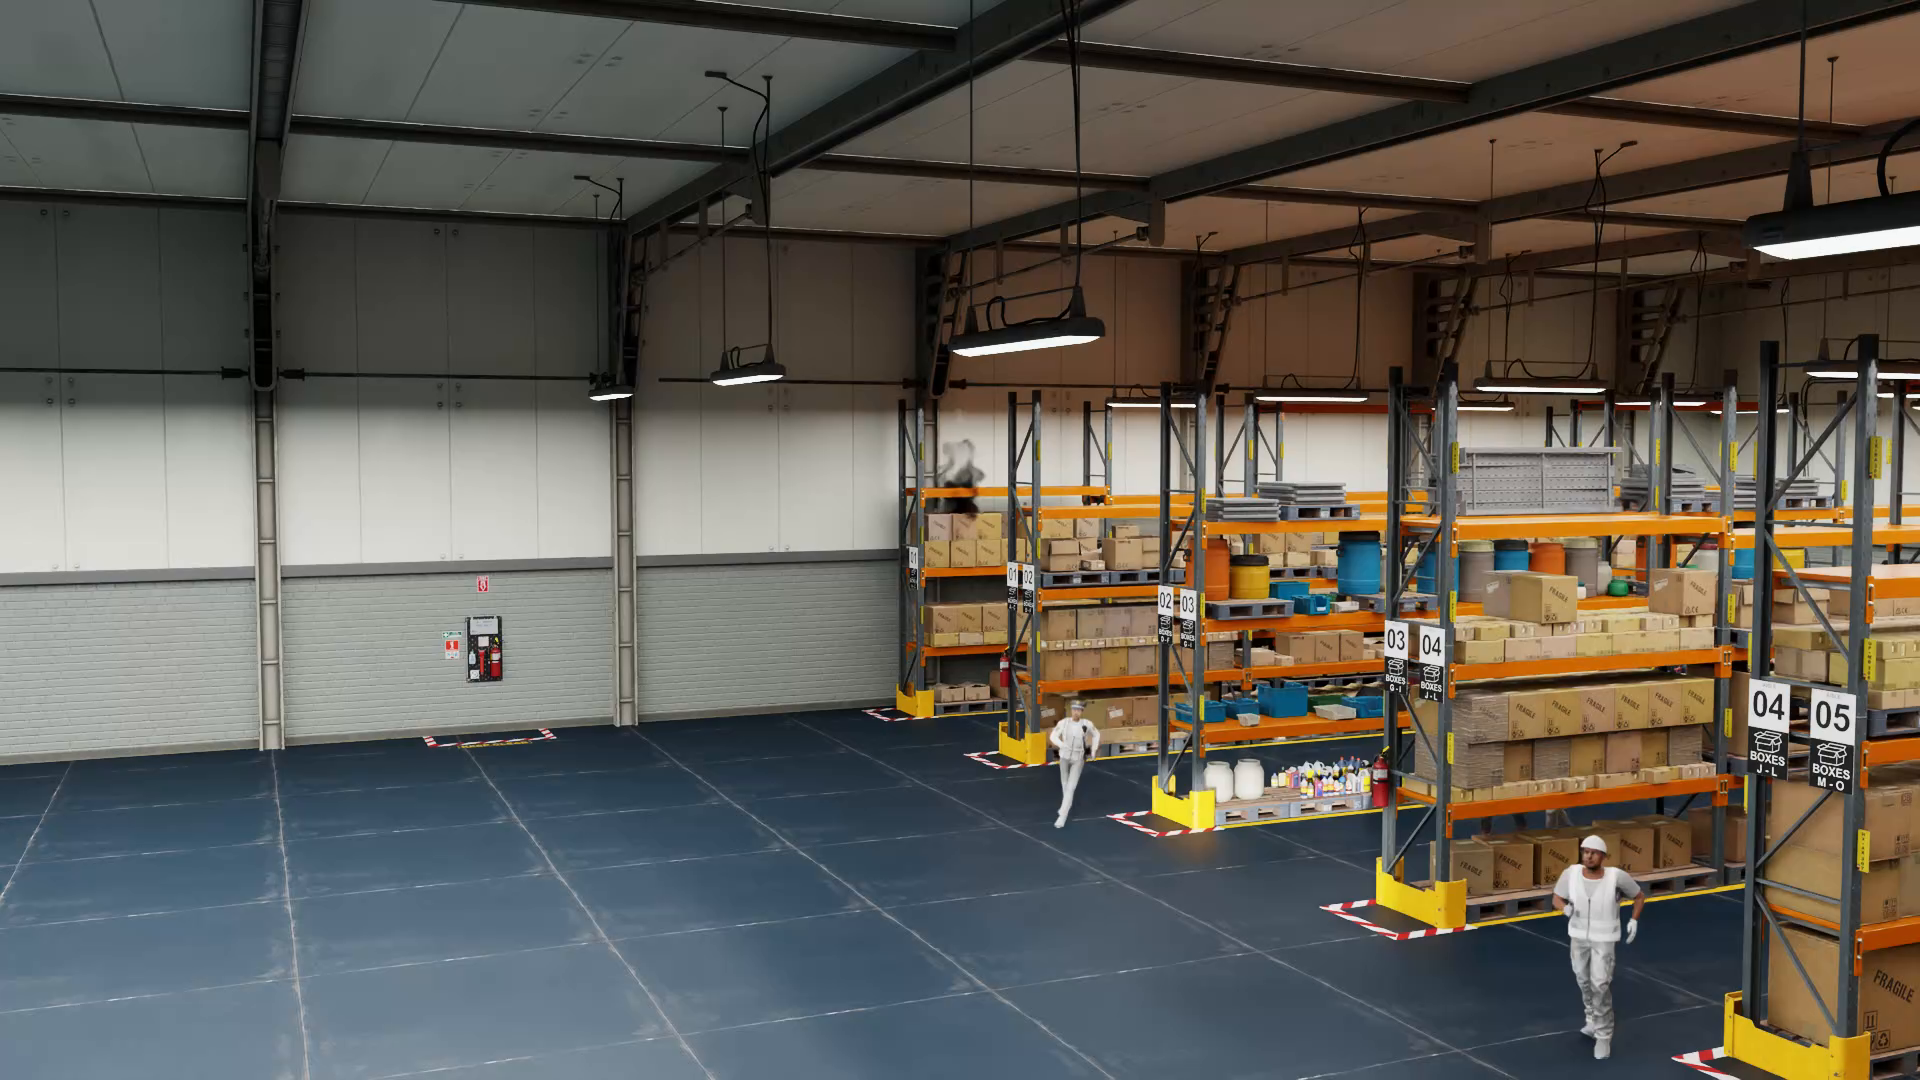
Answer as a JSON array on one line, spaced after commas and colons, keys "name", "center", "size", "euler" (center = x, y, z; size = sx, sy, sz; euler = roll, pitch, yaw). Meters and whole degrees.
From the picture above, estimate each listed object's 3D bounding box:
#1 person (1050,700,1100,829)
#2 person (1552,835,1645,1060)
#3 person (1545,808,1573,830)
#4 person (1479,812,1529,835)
[{"name": "person", "center": [1.548, 2.998, 22.604], "size": [0.643, 1.702, 0.882], "euler": [1, 3, 14]}, {"name": "person", "center": [5.397, 3.447, 14.189], "size": [0.696, 1.866, 0.707], "euler": [3, 4, 40]}, {"name": "person", "center": [7.445, 3.037, 20.811], "size": [0.889, 1.794, 0.721], "euler": [-2, 4, -32]}, {"name": "person", "center": [7.038, 3.077, 21.583], "size": [0.787, 1.693, 0.561], "euler": [-2, 4, -30]}]
